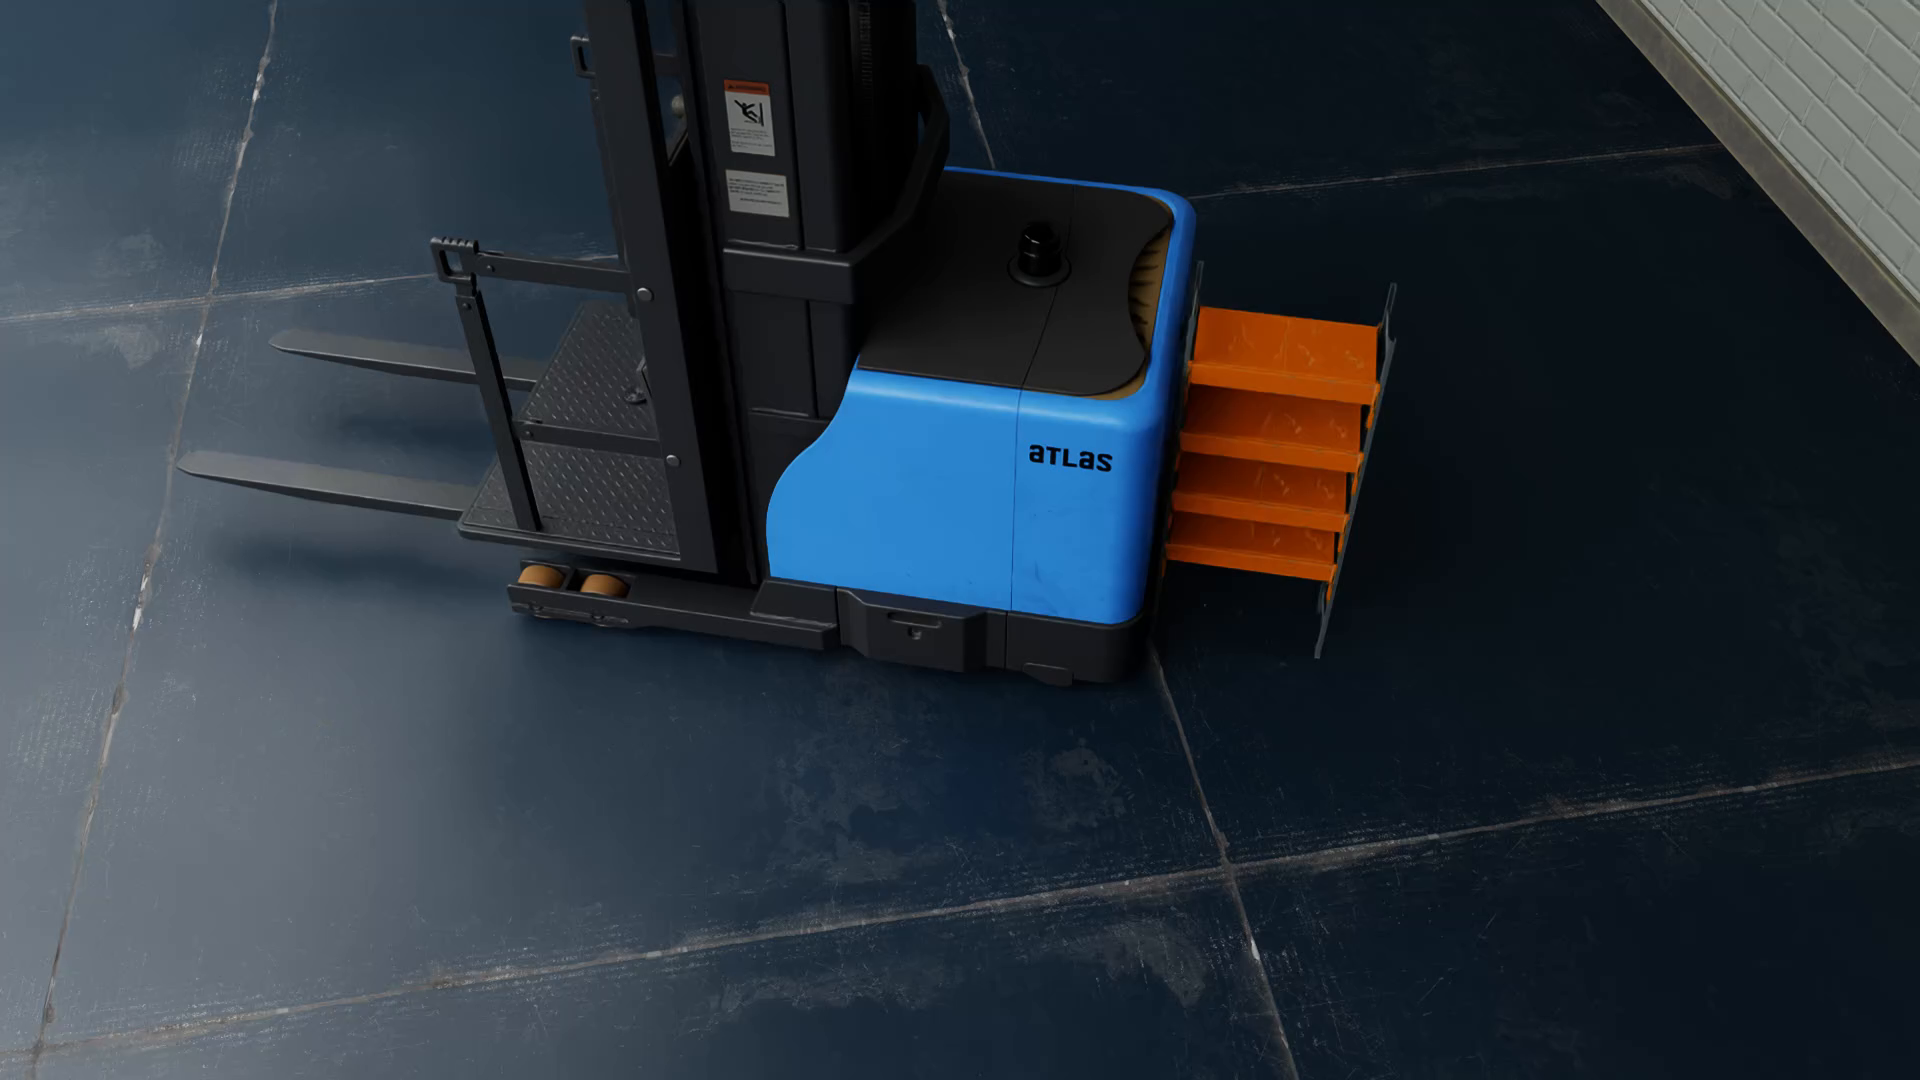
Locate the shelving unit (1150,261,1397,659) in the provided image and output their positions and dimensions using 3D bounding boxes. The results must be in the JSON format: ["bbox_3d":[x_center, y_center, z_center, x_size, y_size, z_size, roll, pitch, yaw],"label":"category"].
[{"bbox_3d":[0.837,-0.183,4.593,0.503,1.200,0.258,8,47,8],"label":"shelving unit"}]

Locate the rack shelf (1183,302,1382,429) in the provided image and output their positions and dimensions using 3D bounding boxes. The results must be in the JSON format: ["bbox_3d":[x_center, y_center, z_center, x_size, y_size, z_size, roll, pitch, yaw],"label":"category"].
[{"bbox_3d":[0.837,-0.455,4.310,0.480,0.148,0.258,8,47,8],"label":"rack shelf"}]

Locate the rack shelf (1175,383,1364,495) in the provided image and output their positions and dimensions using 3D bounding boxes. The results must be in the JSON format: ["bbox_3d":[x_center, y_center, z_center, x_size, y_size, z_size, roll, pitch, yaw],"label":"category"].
[{"bbox_3d":[0.837,-0.291,4.480,0.480,0.148,0.258,8,47,8],"label":"rack shelf"}]

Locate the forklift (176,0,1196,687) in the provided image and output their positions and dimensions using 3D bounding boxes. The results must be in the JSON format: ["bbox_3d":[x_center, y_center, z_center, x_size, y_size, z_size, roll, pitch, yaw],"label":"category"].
[{"bbox_3d":[-0.886,-1.121,4.294,3.031,2.935,1.130,8,47,8],"label":"forklift"}]

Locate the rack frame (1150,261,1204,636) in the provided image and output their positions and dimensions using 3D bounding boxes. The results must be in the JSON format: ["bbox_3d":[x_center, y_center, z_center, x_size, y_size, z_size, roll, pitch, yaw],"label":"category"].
[{"bbox_3d":[0.597,-0.216,4.625,0.015,1.200,0.240,8,47,8],"label":"rack frame"}]

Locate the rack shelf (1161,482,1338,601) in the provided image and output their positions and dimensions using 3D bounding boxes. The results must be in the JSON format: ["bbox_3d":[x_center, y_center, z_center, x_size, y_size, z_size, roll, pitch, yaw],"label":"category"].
[{"bbox_3d":[0.837,0.002,4.784,0.480,0.148,0.258,8,47,8],"label":"rack shelf"}]

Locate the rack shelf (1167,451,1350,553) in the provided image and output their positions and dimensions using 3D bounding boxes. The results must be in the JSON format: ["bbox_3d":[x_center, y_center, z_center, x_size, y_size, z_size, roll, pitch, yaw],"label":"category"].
[{"bbox_3d":[0.837,-0.136,4.641,0.480,0.148,0.258,8,47,8],"label":"rack shelf"}]

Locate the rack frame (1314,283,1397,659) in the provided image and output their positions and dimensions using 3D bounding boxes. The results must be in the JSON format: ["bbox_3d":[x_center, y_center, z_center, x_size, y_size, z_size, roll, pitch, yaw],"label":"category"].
[{"bbox_3d":[1.076,-0.149,4.561,0.015,1.200,0.240,8,47,8],"label":"rack frame"}]
